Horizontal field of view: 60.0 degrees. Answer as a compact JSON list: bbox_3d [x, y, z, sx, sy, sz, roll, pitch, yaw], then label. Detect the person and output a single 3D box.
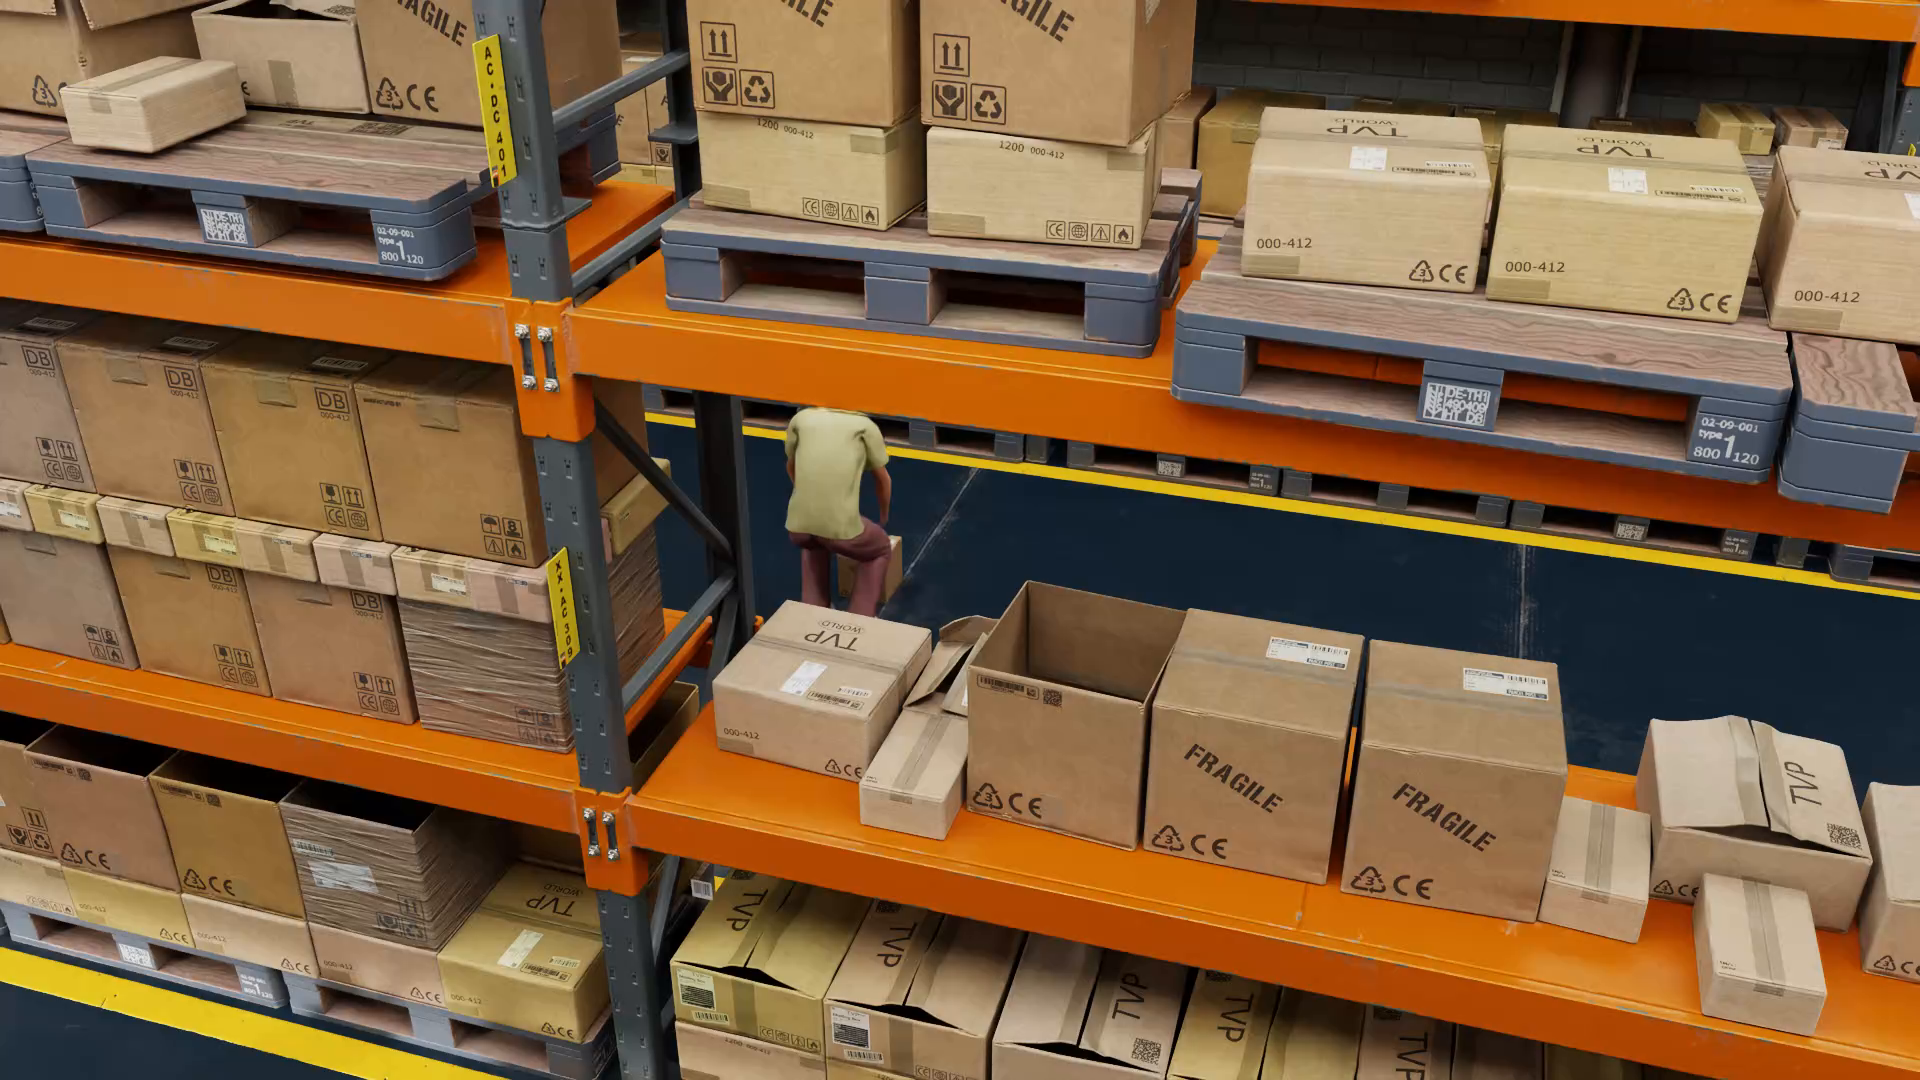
[{"bbox_3d":[-0.589,-0.140,7.707,0.511,1.304,0.683,9,30,15],"label":"person"}]
